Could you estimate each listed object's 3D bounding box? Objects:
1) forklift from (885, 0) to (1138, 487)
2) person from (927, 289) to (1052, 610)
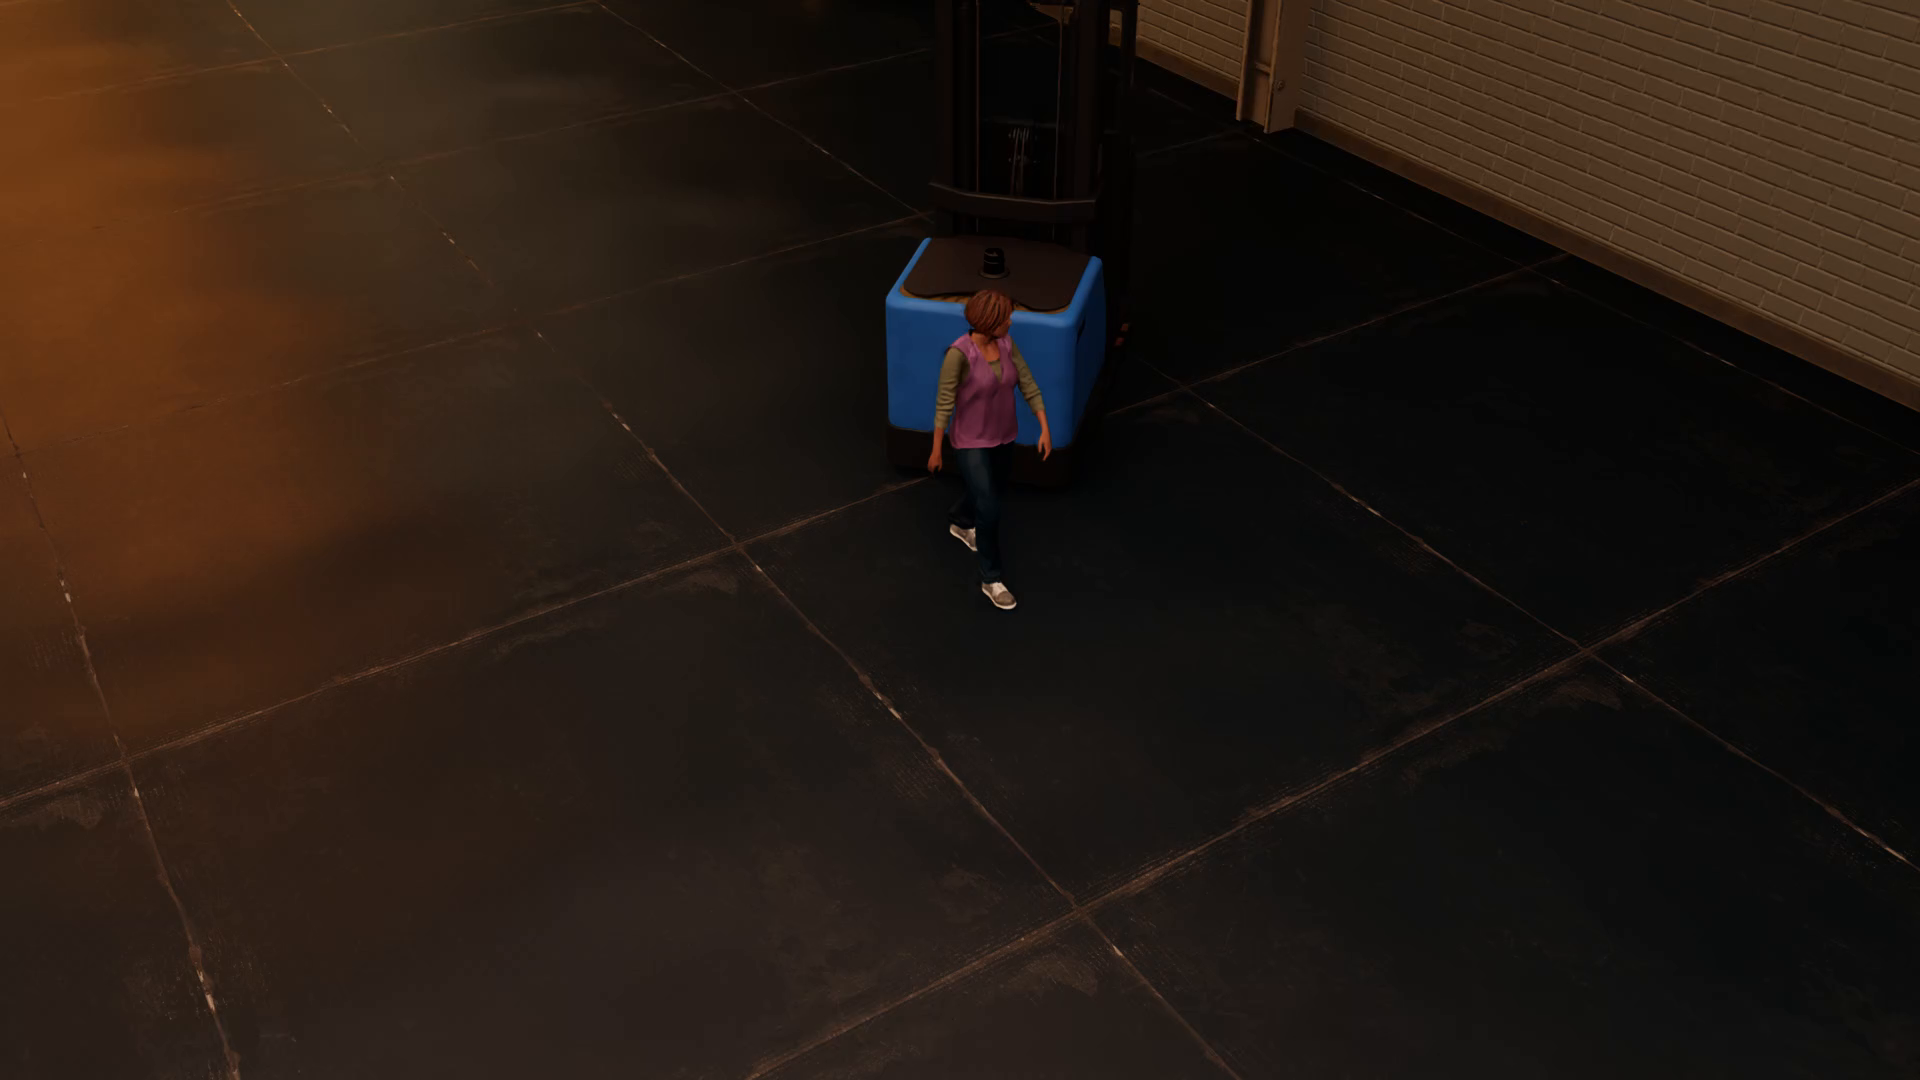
[{"bbox_3d":[0.461,-2.329,9.462,1.130,2.935,3.031,9,36,12],"label":"forklift"},{"bbox_3d":[0.107,-0.465,8.042,0.739,1.524,0.539,30,45,35],"label":"person"}]
